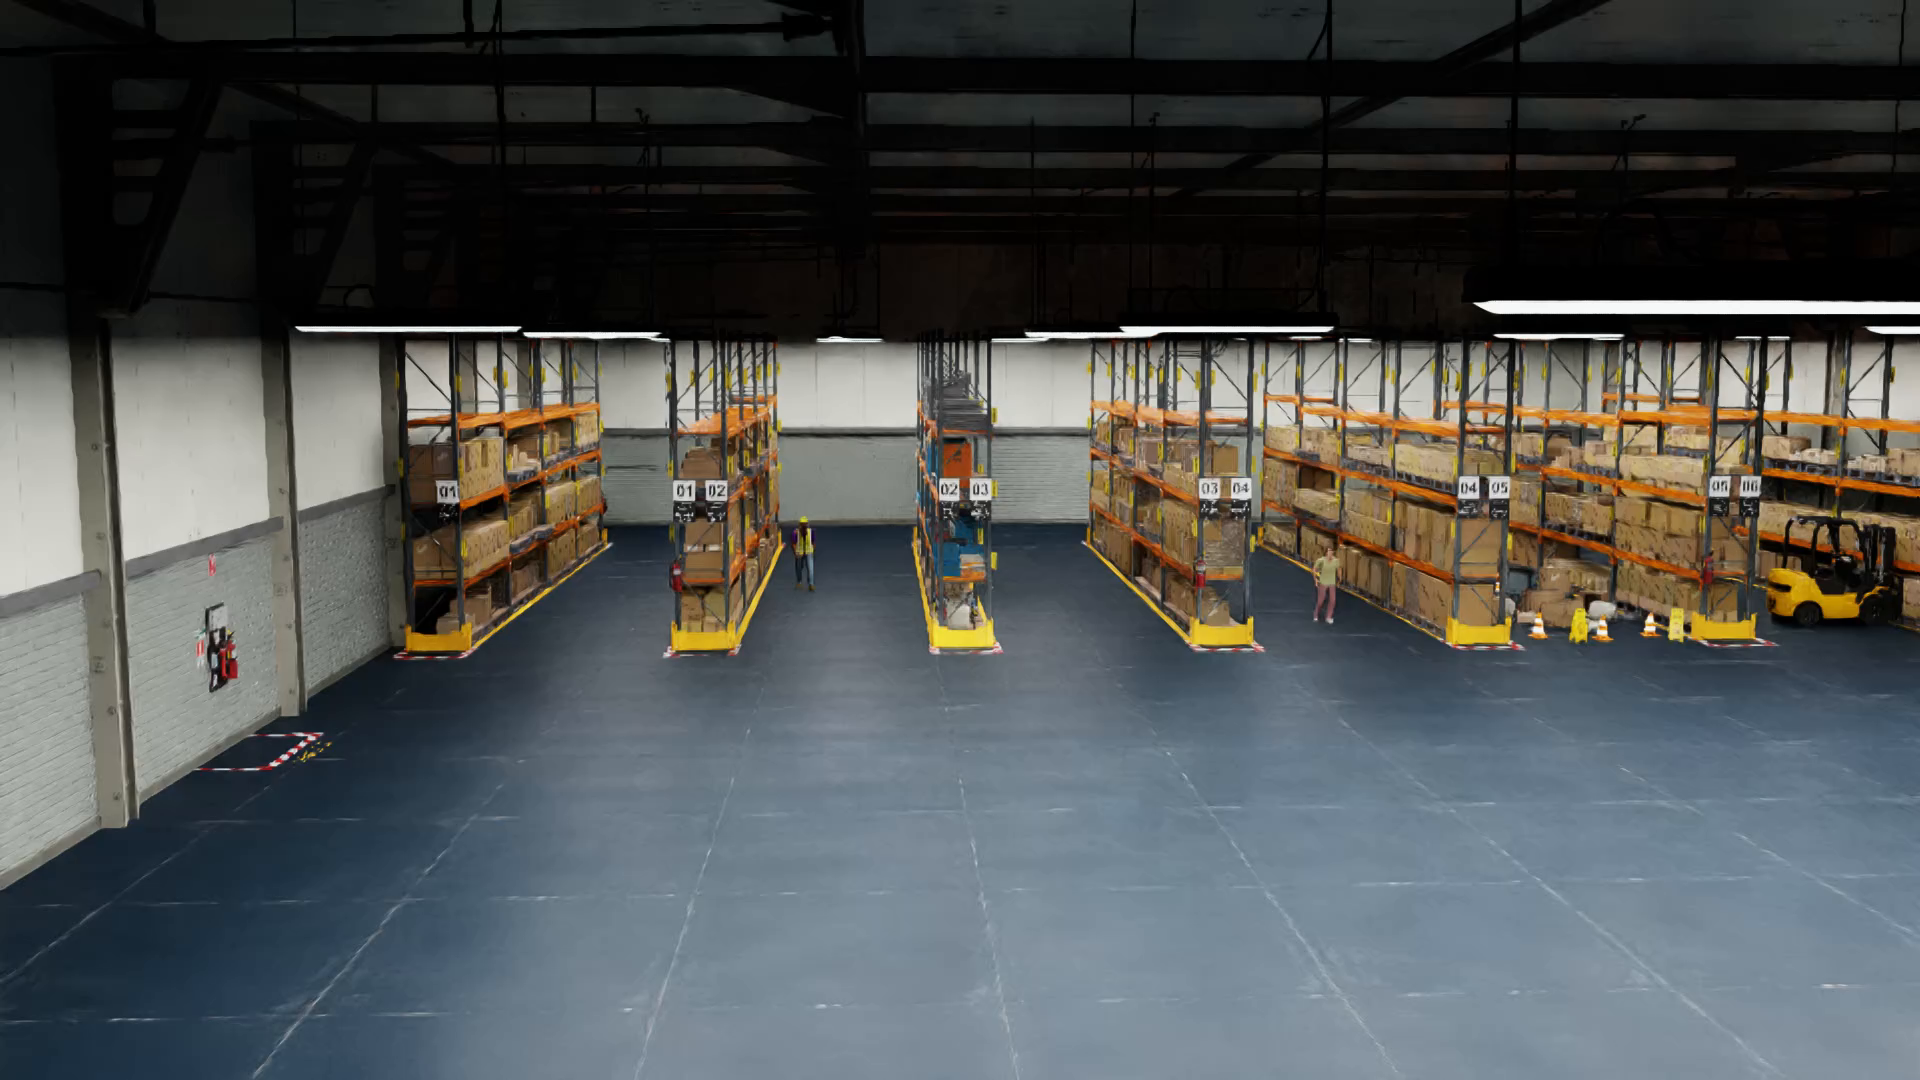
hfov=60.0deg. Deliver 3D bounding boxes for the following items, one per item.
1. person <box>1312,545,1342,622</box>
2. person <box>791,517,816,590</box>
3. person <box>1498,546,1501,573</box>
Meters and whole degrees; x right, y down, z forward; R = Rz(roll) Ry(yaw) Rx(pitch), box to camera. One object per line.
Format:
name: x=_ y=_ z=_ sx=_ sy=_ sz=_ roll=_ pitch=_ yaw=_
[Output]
person: x=7.545 y=0.900 z=34.212 sx=0.598 sy=1.619 sz=0.507 roll=-1 pitch=7 yaw=-5
person: x=-3.650 y=0.300 z=38.780 sx=0.571 sy=1.708 sz=1.033 roll=-1 pitch=7 yaw=-11
person: x=12.974 y=0.090 z=40.462 sx=0.499 sy=1.724 sz=0.578 roll=3 pitch=8 yaw=27
